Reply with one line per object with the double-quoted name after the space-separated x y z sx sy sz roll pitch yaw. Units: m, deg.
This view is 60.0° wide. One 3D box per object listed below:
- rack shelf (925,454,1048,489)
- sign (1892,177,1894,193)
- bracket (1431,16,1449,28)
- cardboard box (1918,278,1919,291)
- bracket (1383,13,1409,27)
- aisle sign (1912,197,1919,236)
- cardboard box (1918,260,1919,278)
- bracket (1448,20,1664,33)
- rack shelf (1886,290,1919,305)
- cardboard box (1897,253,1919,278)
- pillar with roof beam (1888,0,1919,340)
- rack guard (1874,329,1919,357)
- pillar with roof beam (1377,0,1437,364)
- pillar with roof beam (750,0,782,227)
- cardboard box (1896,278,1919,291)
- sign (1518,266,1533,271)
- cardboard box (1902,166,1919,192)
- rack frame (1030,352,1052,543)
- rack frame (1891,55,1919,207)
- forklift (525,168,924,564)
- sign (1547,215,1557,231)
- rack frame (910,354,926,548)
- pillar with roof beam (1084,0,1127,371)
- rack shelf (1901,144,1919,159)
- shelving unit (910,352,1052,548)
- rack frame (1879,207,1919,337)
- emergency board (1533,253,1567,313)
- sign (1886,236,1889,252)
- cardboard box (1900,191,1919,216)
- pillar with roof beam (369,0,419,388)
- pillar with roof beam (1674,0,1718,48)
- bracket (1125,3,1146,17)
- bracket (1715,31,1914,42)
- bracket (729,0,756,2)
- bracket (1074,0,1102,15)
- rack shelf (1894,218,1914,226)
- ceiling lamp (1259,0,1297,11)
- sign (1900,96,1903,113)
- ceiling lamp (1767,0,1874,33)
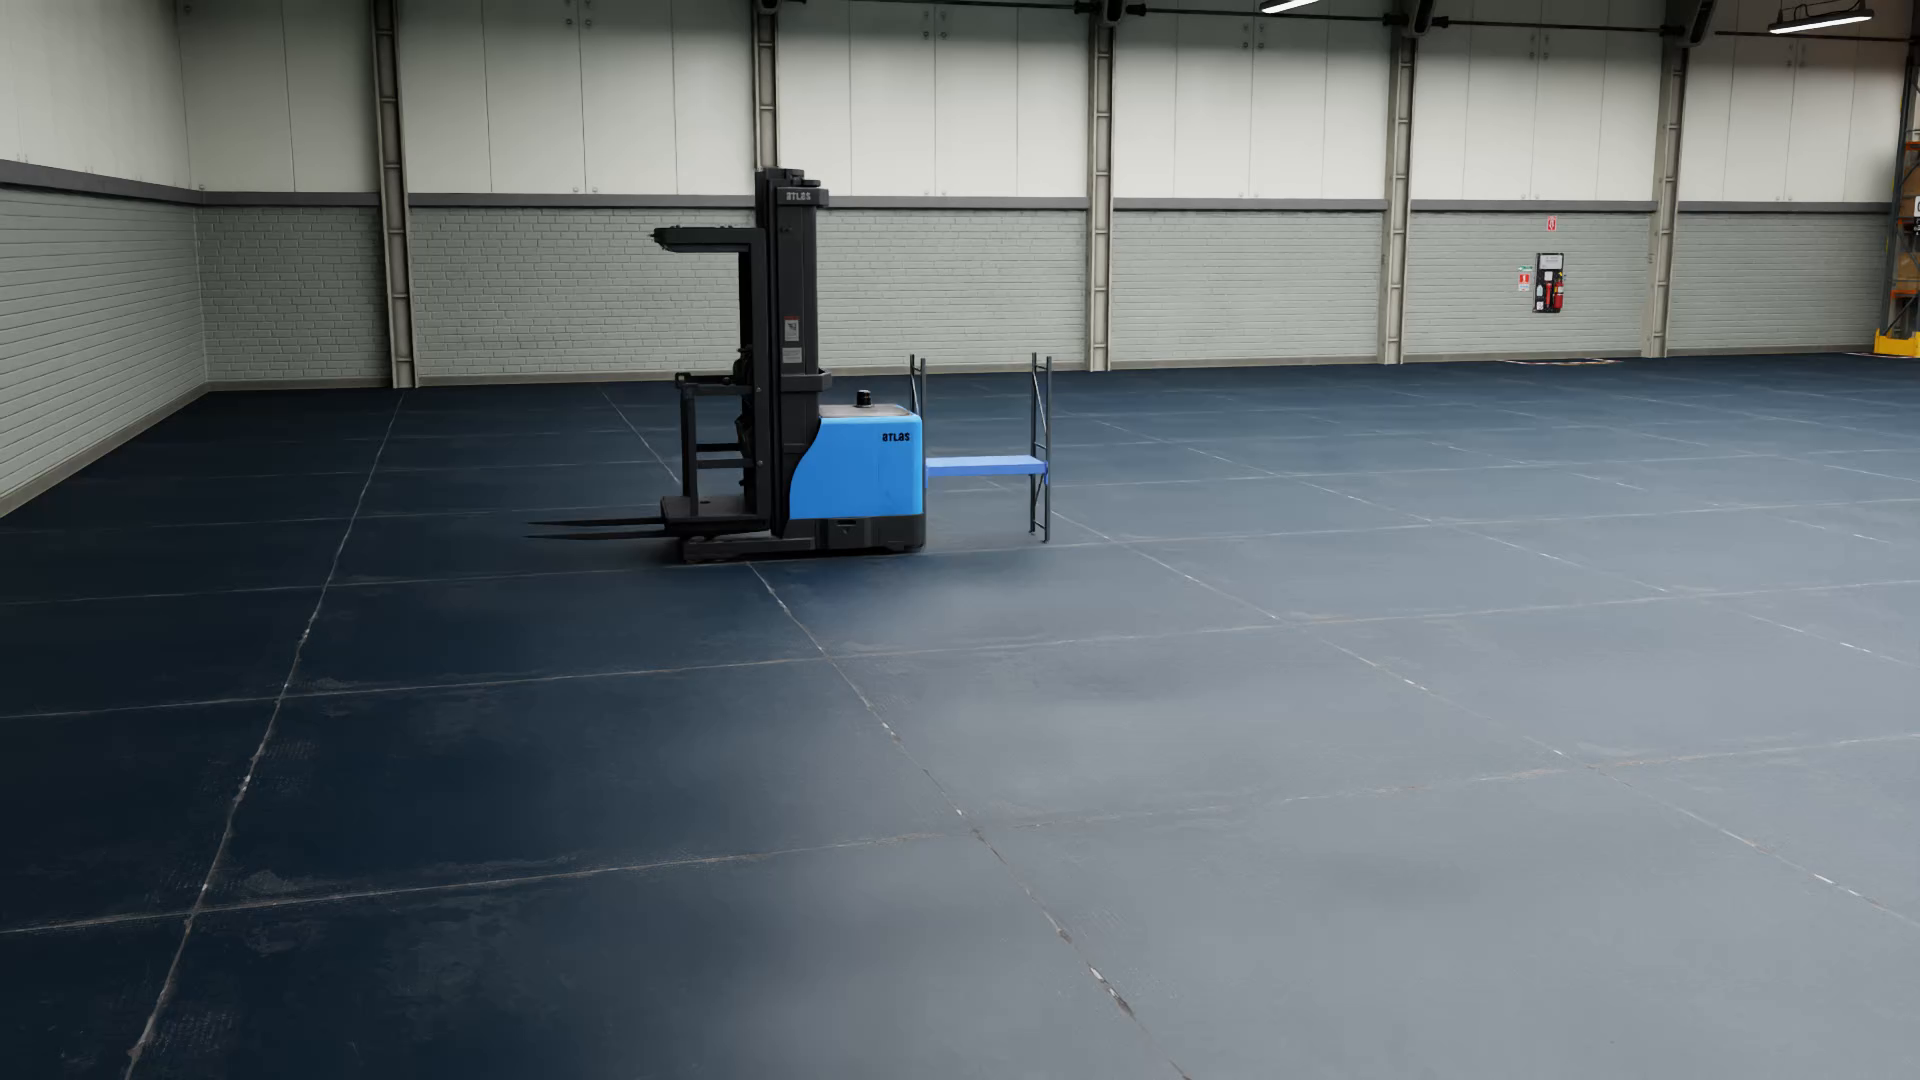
0.160 -0.561 13.444 1.000 0.185 0.538 -2 11 -12 "rack shelf"
19.225 -7.304 34.204 0.005 0.325 0.100 -3 11 -16 "sign"
8.767 -9.554 30.647 0.430 0.232 0.235 -3 11 -16 "bracket"
19.918 -5.201 33.872 0.500 0.250 0.500 -3 11 -18 "cardboard box"
7.970 -9.512 30.418 0.430 0.232 0.235 -3 11 -16 "bracket"
19.376 -6.518 33.488 0.004 0.787 0.394 -3 11 -16 "aisle sign"
19.903 -5.572 33.818 0.500 0.500 0.500 -3 11 -16 "cardboard box"
11.241 -9.684 31.355 4.783 0.066 0.076 -3 11 -16 "bracket"
21.281 -5.043 34.641 4.000 0.370 1.077 -3 11 -16 "rack shelf"
19.754 -5.661 34.300 0.500 0.500 0.500 -3 11 -17 "cardboard box"
20.995 -7.683 30.427 0.548 9.000 9.100 -3 11 -16 "pillar with roof beam"
19.434 -4.070 34.273 0.348 0.500 1.175 -3 11 -16 "rack guard"
9.473 -7.076 27.129 0.548 9.000 9.100 -3 11 -16 "pillar with roof beam"
-2.049 -6.469 23.830 0.548 9.000 9.100 -3 11 -16 "pillar with roof beam"
19.756 -5.289 34.350 0.500 0.250 0.500 -3 11 -15 "cardboard box"
11.094 -5.326 32.630 0.331 0.109 0.001 -3 11 -16 "sign"
19.702 -7.389 34.019 0.500 0.500 0.500 -3 11 -13 "cardboard box"
0.656 -0.758 13.519 0.032 1.500 0.500 -2 11 -12 "rack frame"
19.361 -8.246 33.483 0.127 3.000 1.000 -3 11 -16 "rack frame"
-1.852 -1.367 12.878 3.031 2.935 1.130 -2 11 -12 "forklift"
11.611 -6.216 32.625 0.199 0.298 0.001 -3 11 -16 "sign"
-0.336 -0.718 13.303 0.032 1.500 0.500 -2 11 -12 "rack frame"
3.712 -6.772 25.479 0.548 9.000 9.100 -3 11 -16 "pillar with roof beam"
21.281 -7.992 34.098 4.000 0.370 1.077 -3 11 -16 "rack shelf"
0.160 -0.738 13.411 1.048 1.500 0.538 -2 11 -12 "shelving unit"
19.361 -5.295 34.026 0.127 3.000 1.000 -3 11 -16 "rack frame"
11.647 -5.059 32.743 0.643 1.169 0.194 -3 11 -16 "emergency board"
19.225 -6.118 34.422 0.005 0.325 0.100 -3 11 -16 "sign"
19.691 -6.895 34.098 0.500 0.500 0.500 -2 11 -12 "cardboard box"
-7.810 -6.165 22.181 0.548 9.000 9.100 -3 11 -16 "pillar with roof beam"
15.287 -10.303 28.053 0.548 2.987 8.718 -3 11 -16 "pillar with roof beam"
3.006 -9.250 28.997 0.430 0.232 0.235 -3 11 -16 "bracket"
17.002 -9.988 33.004 4.783 0.066 0.076 -3 11 -16 "bracket"
-3.551 -8.905 27.120 0.430 0.232 0.235 -3 11 -16 "bracket"
2.209 -9.208 28.769 0.430 0.232 0.235 -3 11 -16 "bracket"
21.281 -6.518 34.370 4.000 0.370 1.077 -3 11 -16 "rack shelf"
4.830 -9.599 24.596 0.800 3.144 2.000 -3 11 -16 "ceiling lamp"
19.225 -8.881 33.914 0.005 0.325 0.100 -3 11 -16 "sign"
14.000 -10.062 27.225 0.800 3.185 2.000 -3 11 -16 "ceiling lamp"
